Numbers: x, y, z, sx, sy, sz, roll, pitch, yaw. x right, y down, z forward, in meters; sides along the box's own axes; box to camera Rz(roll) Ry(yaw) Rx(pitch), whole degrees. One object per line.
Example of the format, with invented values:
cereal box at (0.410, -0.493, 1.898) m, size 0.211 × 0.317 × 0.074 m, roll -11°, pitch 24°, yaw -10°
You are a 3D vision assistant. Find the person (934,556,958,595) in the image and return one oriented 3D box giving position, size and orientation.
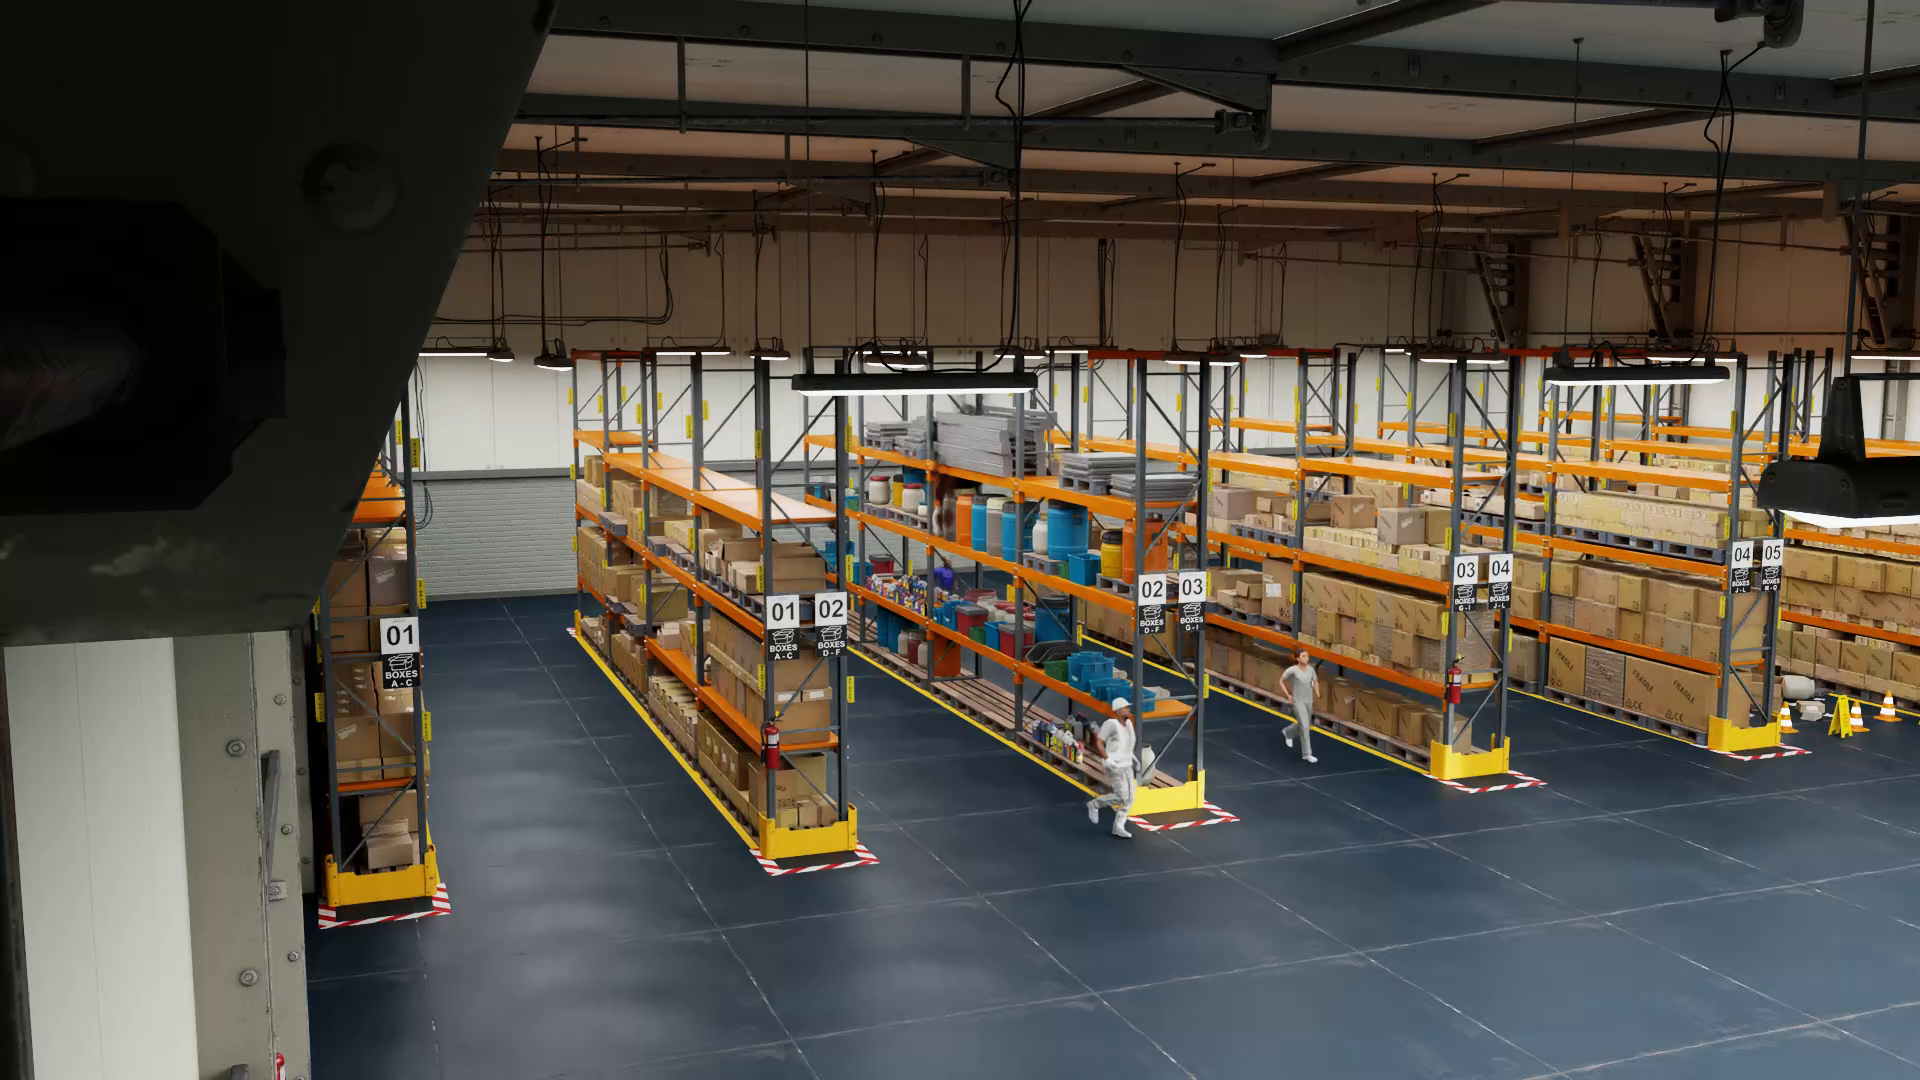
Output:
person at (-0.275, 1.134, 35.456) m, size 0.562 × 1.610 × 0.589 m, roll -4°, pitch 8°, yaw -32°

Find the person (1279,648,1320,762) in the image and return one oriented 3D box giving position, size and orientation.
person at (5.065, 2.422, 24.806) m, size 0.592 × 1.647 × 0.907 m, roll -3°, pitch 8°, yaw -24°

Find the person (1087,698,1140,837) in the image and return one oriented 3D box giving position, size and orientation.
person at (2.022, 2.860, 21.154) m, size 0.660 × 1.711 × 0.727 m, roll 5°, pitch 9°, yaw 36°
